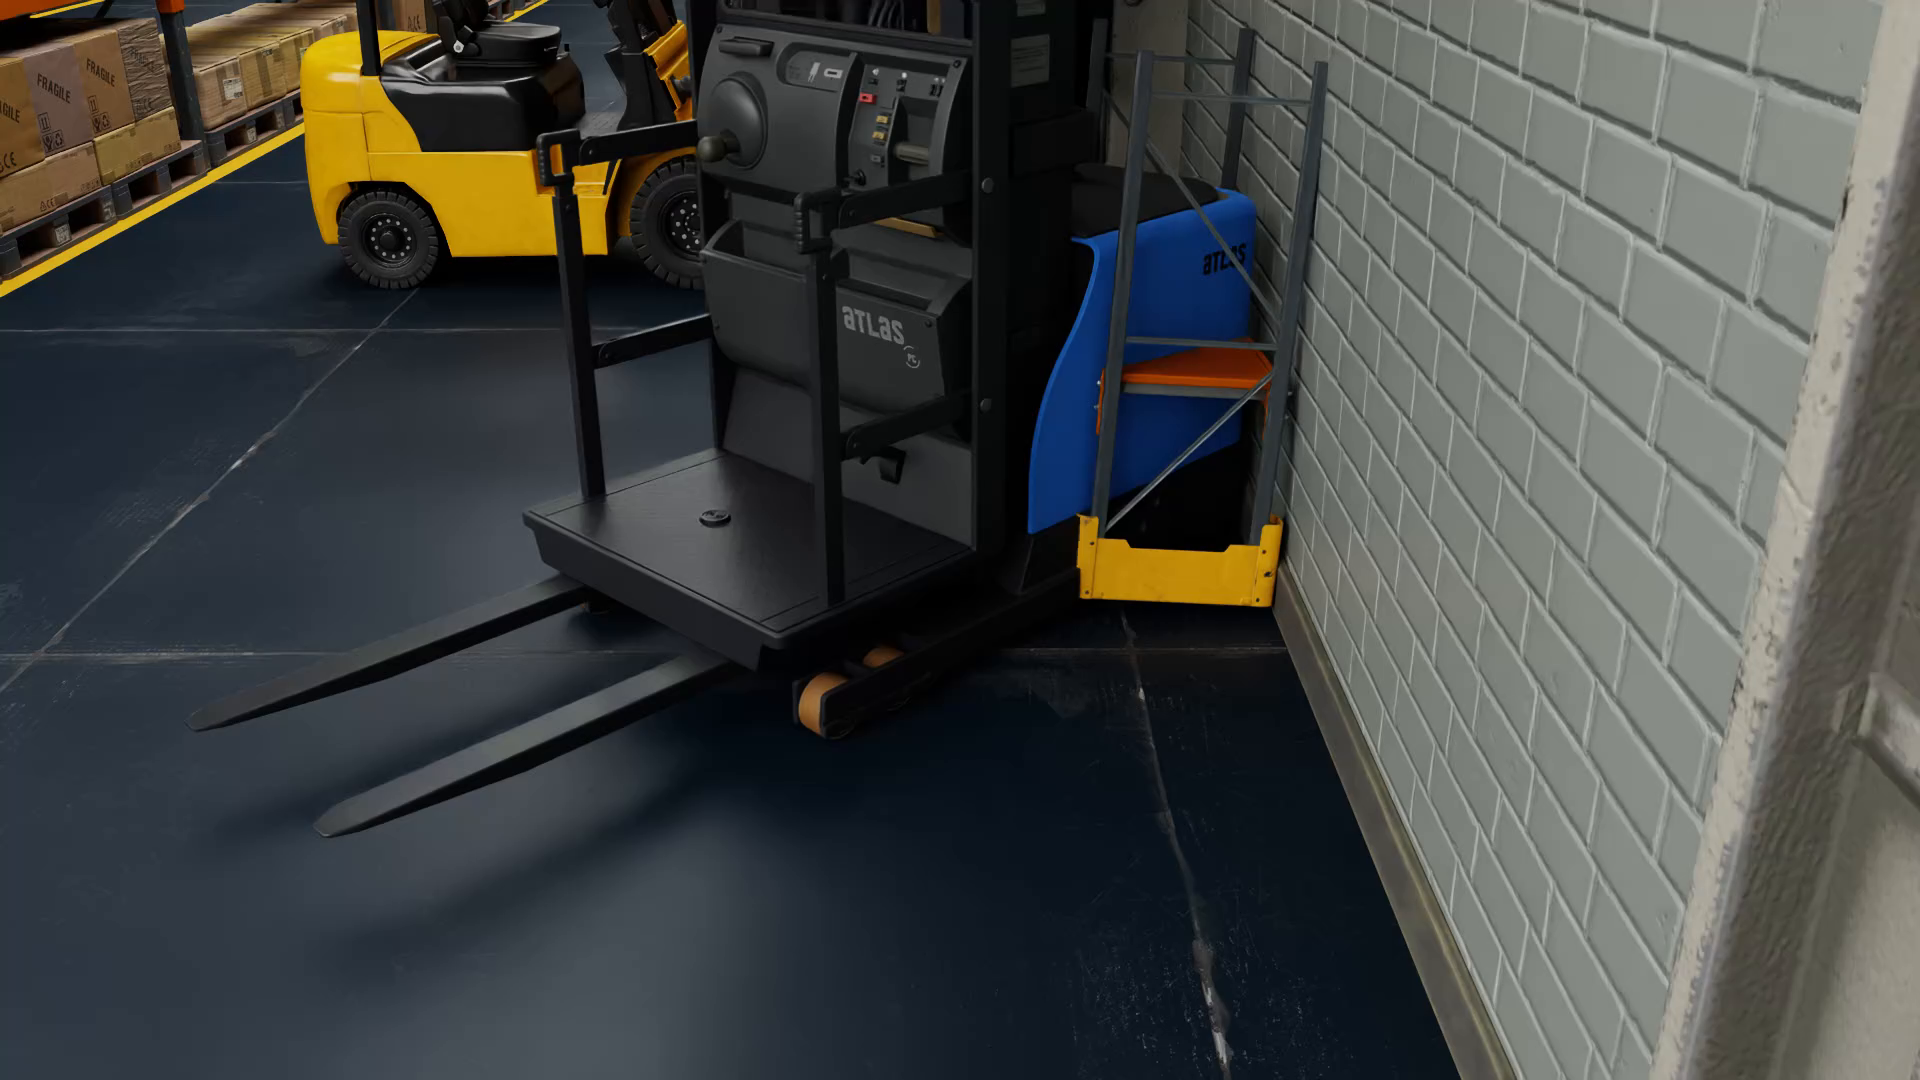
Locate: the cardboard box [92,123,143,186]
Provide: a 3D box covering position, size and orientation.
[{"bbox_3d":[-4.855,-2.114,9.110,0.500,0.250,0.500,-1,24,-2],"label":"cardboard box"}]

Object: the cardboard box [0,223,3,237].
[{"bbox_3d":[-4.833,-1.471,7.690,0.500,0.250,0.500,1,24,1],"label":"cardboard box"}]

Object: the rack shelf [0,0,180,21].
[{"bbox_3d":[-5.125,-2.485,7.977,1.077,0.370,4.000,0,24,-1],"label":"rack shelf"}]

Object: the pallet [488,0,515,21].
[{"bbox_3d":[-5.150,-5.345,16.812,1.003,0.211,1.213,0,24,-1],"label":"pallet"}]

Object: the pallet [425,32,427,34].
[{"bbox_3d":[-5.123,-4.340,14.589,1.003,0.211,1.213,0,24,-1],"label":"pallet"}]

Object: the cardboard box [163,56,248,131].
[{"bbox_3d":[-5.155,-2.847,10.584,0.950,0.372,0.625,0,24,0],"label":"cardboard box"}]

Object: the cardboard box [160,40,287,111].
[{"bbox_3d":[-5.166,-3.143,11.239,0.950,0.372,0.625,1,24,3],"label":"cardboard box"}]

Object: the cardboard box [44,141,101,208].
[{"bbox_3d":[-4.854,-1.904,8.647,0.500,0.250,0.500,0,24,0],"label":"cardboard box"}]

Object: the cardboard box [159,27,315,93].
[{"bbox_3d":[-5.175,-3.430,11.873,0.950,0.372,0.625,1,24,1],"label":"cardboard box"}]

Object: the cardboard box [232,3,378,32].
[{"bbox_3d":[-5.194,-4.046,13.236,0.950,0.372,0.625,-2,24,-4],"label":"cardboard box"}]

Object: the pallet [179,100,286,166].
[{"bbox_3d":[-5.156,-2.687,10.935,1.003,0.211,1.213,0,24,-1],"label":"pallet"}]

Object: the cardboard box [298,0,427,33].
[{"bbox_3d":[-5.114,-4.793,14.277,0.875,0.875,0.875,0,24,-1],"label":"cardboard box"}]

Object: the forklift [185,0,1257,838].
[{"bbox_3d":[-0.487,-1.076,4.072,1.130,2.935,3.031,21,32,39],"label":"forklift"}]

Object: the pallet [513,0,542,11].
[{"bbox_3d":[-5.164,-5.977,18.208,1.003,0.211,1.213,0,24,-1],"label":"pallet"}]

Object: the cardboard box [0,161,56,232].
[{"bbox_3d":[-4.852,-1.696,8.187,0.500,0.250,0.500,1,24,3],"label":"cardboard box"}]

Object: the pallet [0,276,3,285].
[{"bbox_3d":[-5.077,-1.084,7.391,1.003,0.211,1.213,0,24,-1],"label":"pallet"}]

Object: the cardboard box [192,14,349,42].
[{"bbox_3d":[-5.178,-3.742,12.563,0.950,0.372,0.625,-1,24,-2],"label":"cardboard box"}]

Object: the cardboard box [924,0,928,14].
[{"bbox_3d":[0.105,-2.478,6.968,0.500,0.500,0.500,0,24,1],"label":"cardboard box"}]

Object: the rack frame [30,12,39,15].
[{"bbox_3d":[-10.182,-6.869,16.799,1.000,3.000,0.127,0,24,-1],"label":"rack frame"}]

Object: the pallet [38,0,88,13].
[{"bbox_3d":[-10.225,-5.876,17.985,1.003,0.211,1.213,0,24,-1],"label":"pallet"}]

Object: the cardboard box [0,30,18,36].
[{"bbox_3d":[-5.392,-2.452,8.949,0.500,0.500,0.500,1,24,2],"label":"cardboard box"}]

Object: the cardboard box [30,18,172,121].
[{"bbox_3d":[-4.872,-2.674,9.440,0.500,0.500,0.500,-1,24,-1],"label":"cardboard box"}]

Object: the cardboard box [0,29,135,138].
[{"bbox_3d":[-4.864,-2.465,8.977,0.500,0.500,0.500,0,24,0],"label":"cardboard box"}]

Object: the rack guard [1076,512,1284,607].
[{"bbox_3d":[0.608,0.047,4.724,0.587,0.250,0.087,3,22,-3],"label":"rack guard"}]

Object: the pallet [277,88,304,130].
[{"bbox_3d":[-5.173,-3.191,12.050,1.003,0.211,1.213,0,24,-1],"label":"pallet"}]

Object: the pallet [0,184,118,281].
[{"bbox_3d":[-5.087,-1.586,8.500,1.003,0.211,1.213,0,24,-1],"label":"pallet"}]

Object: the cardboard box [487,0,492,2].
[{"bbox_3d":[-5.147,-5.901,16.727,0.875,0.875,0.875,0,24,1],"label":"cardboard box"}]

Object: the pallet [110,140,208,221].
[{"bbox_3d":[-5.104,-2.090,9.614,1.003,0.211,1.213,0,24,-1],"label":"pallet"}]

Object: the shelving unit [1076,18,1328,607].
[{"bbox_3d":[0.632,-0.717,4.957,0.587,1.500,1.083,3,22,-3],"label":"shelving unit"}]

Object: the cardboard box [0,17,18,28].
[{"bbox_3d":[-5.469,-2.916,9.188,0.380,0.149,0.250,0,24,0],"label":"cardboard box"}]

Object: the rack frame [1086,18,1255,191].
[{"bbox_3d":[0.616,-0.902,5.421,0.500,1.500,0.032,3,22,-3],"label":"rack frame"}]

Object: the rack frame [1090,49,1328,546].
[{"bbox_3d":[0.648,-0.526,4.477,0.500,1.500,0.032,3,22,-3],"label":"rack frame"}]

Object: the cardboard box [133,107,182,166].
[{"bbox_3d":[-4.871,-2.333,9.595,0.500,0.250,0.500,1,24,2],"label":"cardboard box"}]

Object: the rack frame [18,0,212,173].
[{"bbox_3d":[-5.146,-3.637,9.651,1.000,3.000,0.127,0,24,-1],"label":"rack frame"}]

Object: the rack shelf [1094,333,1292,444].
[{"bbox_3d":[0.621,-0.547,5.015,0.538,0.185,1.000,3,22,-3],"label":"rack shelf"}]

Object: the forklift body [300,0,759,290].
[{"bbox_3d":[-1.984,-2.399,7.944,2.313,2.155,1.214,0,24,-1],"label":"forklift body"}]

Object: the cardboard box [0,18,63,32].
[{"bbox_3d":[-5.410,-2.673,9.437,0.500,0.500,0.500,1,24,2],"label":"cardboard box"}]

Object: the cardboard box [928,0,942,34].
[{"bbox_3d":[0.133,-2.263,6.493,0.500,0.500,0.500,1,24,1],"label":"cardboard box"}]

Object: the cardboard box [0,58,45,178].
[{"bbox_3d":[-4.843,-2.034,8.025,0.500,0.500,0.500,0,24,0],"label":"cardboard box"}]

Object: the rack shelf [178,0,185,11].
[{"bbox_3d":[-5.168,-4.133,11.622,1.077,0.370,4.000,0,24,-1],"label":"rack shelf"}]

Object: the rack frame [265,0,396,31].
[{"bbox_3d":[-5.190,-5.285,13.296,1.000,3.000,0.127,0,24,-1],"label":"rack frame"}]

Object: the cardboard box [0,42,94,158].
[{"bbox_3d":[-4.858,-2.255,8.512,0.500,0.500,0.500,1,24,2],"label":"cardboard box"}]

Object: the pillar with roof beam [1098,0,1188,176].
[{"bbox_3d":[-3.550,-5.017,5.424,9.100,9.000,0.400,0,24,-1],"label":"pillar with roof beam"}]
